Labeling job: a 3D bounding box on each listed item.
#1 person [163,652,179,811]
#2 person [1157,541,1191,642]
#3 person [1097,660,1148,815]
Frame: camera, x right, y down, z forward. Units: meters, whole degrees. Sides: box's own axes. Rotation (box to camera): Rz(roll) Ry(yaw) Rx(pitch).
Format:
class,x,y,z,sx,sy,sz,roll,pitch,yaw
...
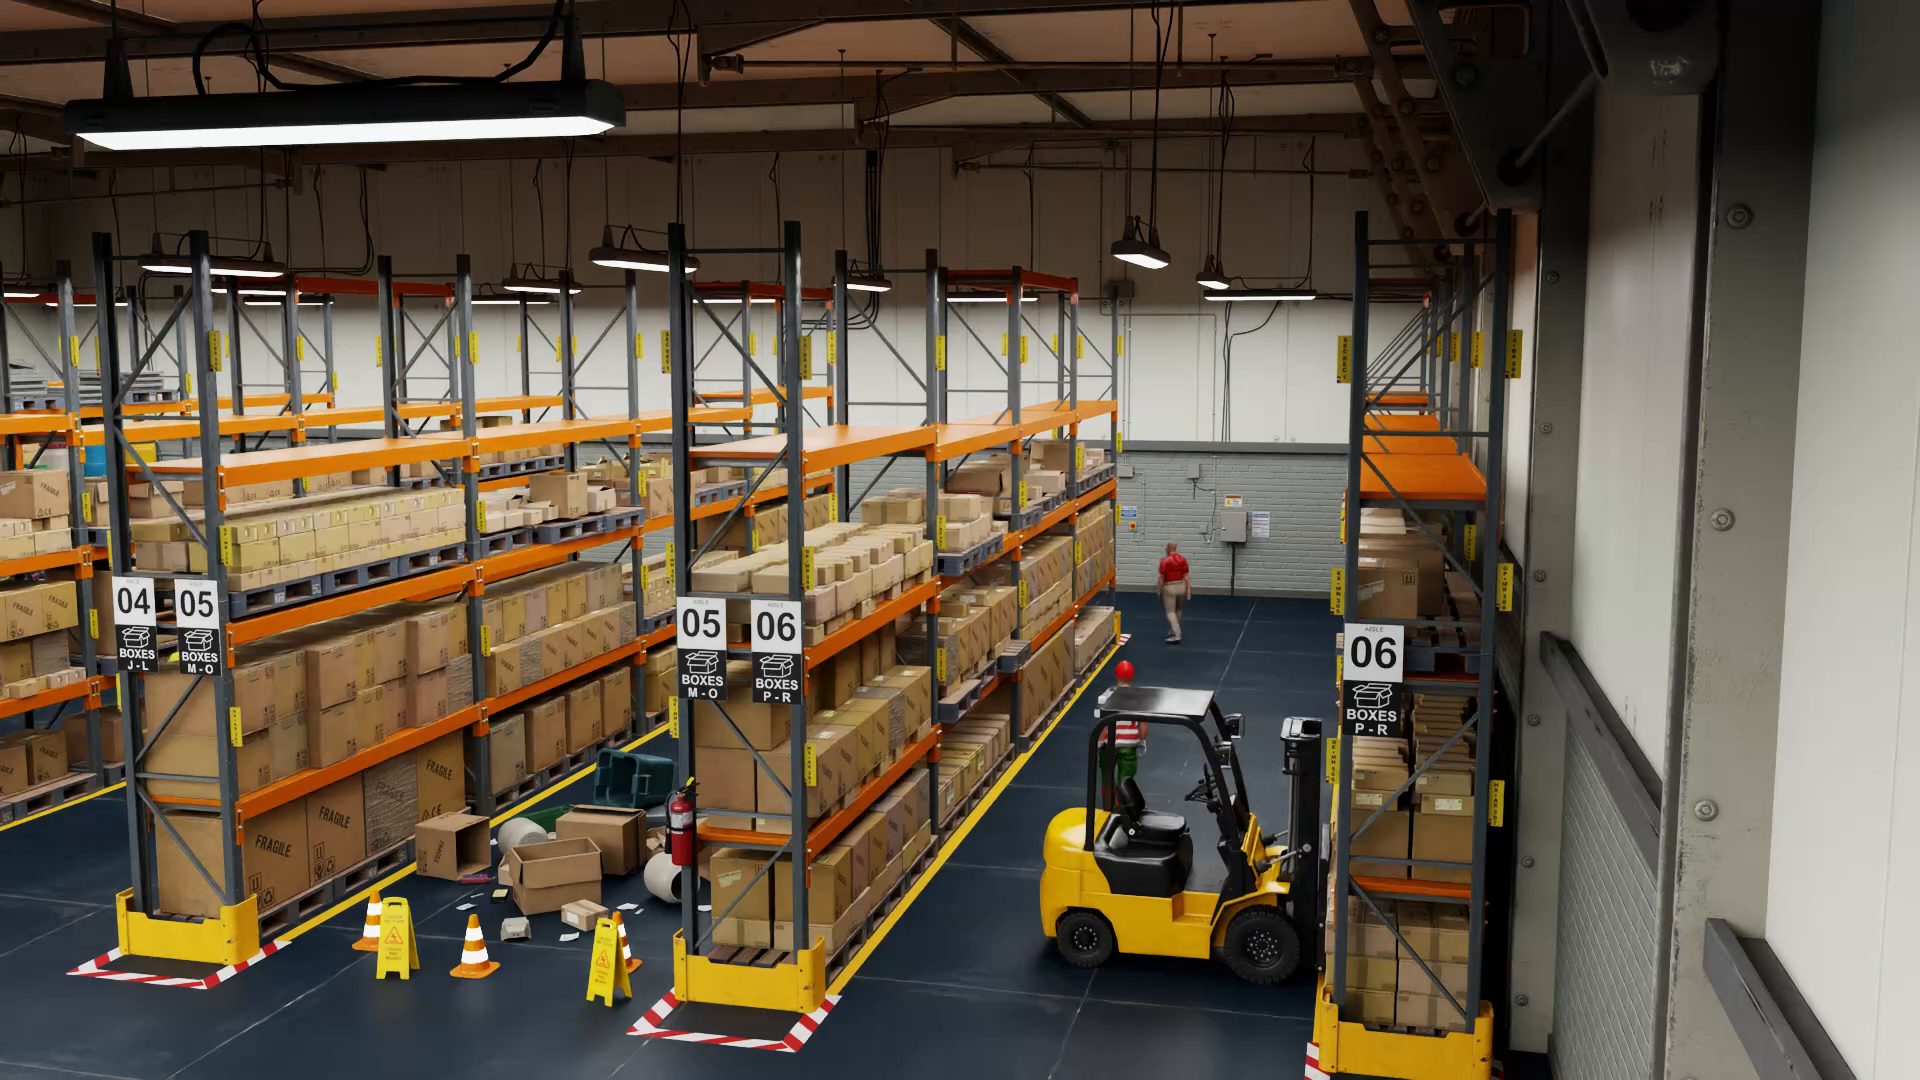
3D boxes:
class,x,y,z,sx,sy,sz,roll,pitch,yaw
person,-8.484,2.083,18.067,0.563,1.744,0.529,3,8,26
person,3.628,0.869,28.404,0.572,1.701,0.853,-3,8,-24
person,1.697,2.168,17.457,0.552,1.808,0.542,1,7,5
